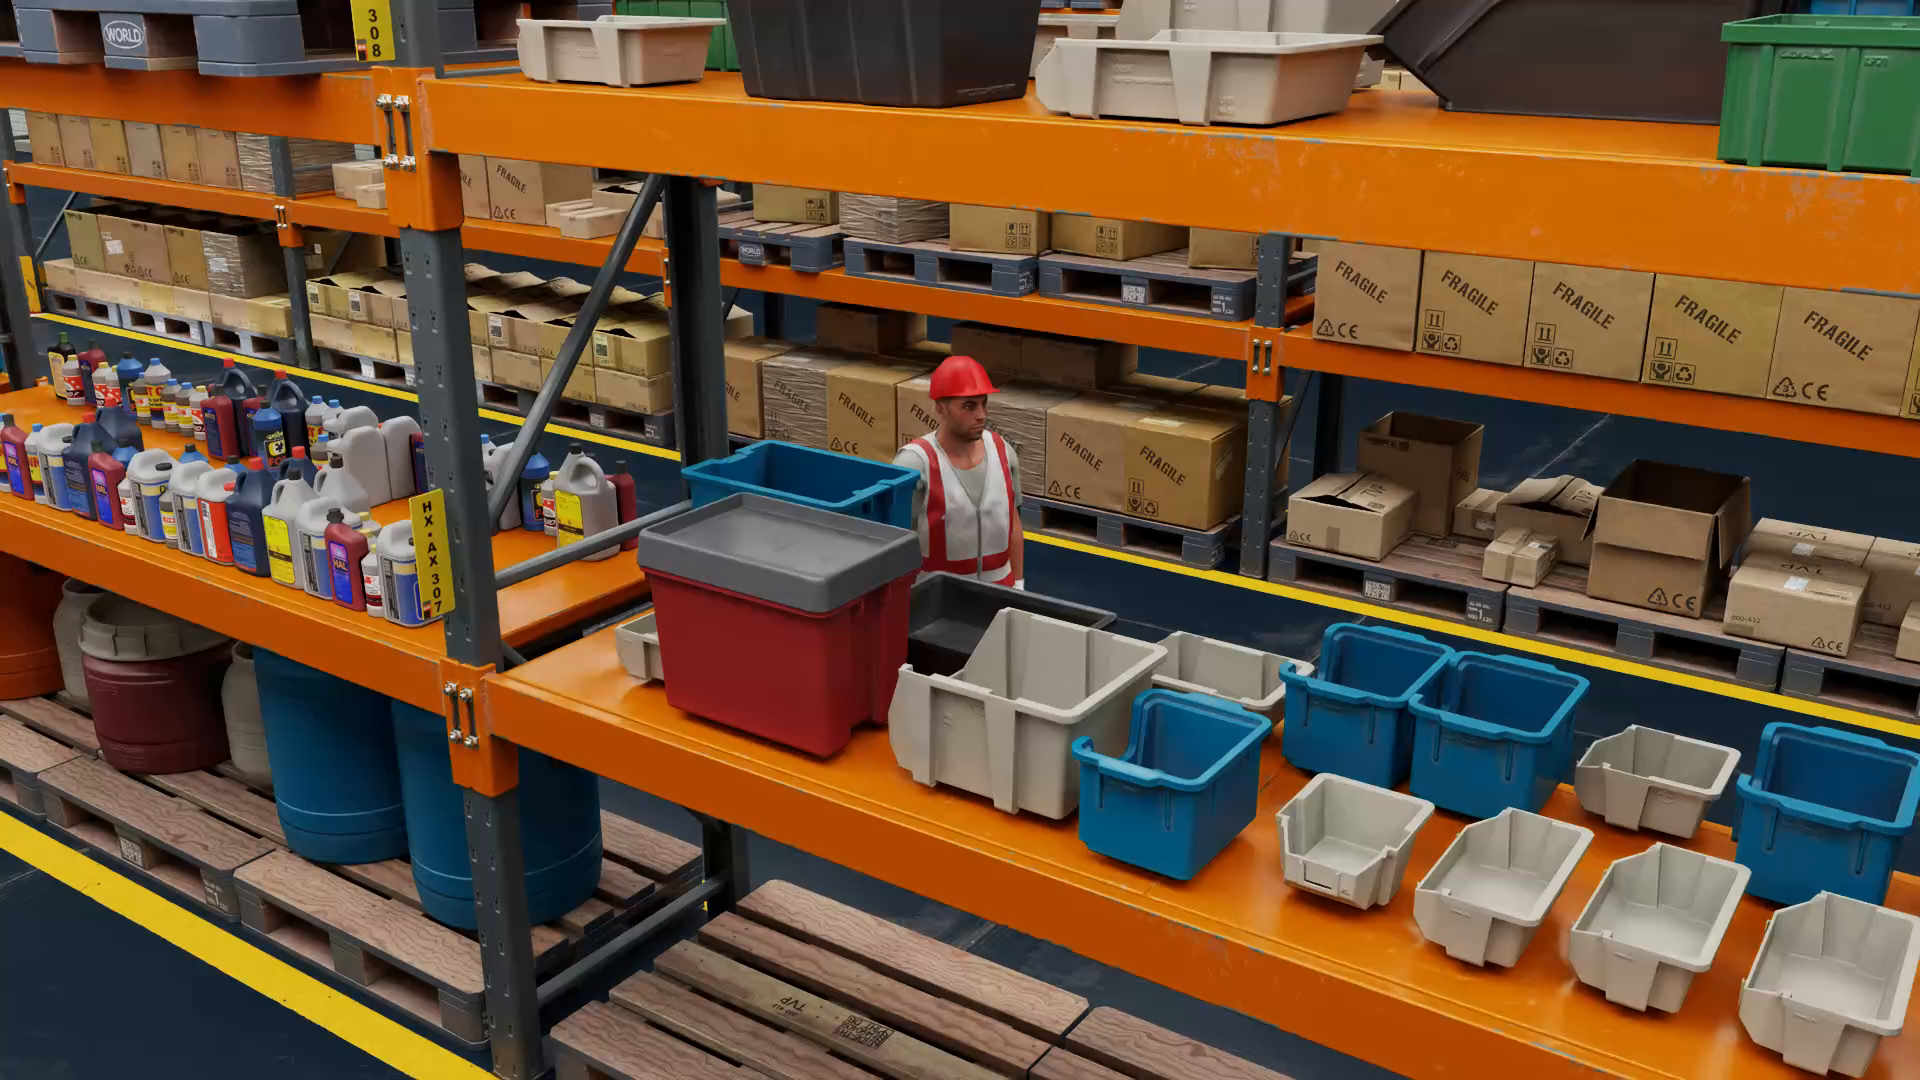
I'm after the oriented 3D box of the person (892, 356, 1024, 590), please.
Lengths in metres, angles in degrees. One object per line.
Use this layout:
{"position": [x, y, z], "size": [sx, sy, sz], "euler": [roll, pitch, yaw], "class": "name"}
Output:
{"position": [0.011, 0.227, 5.904], "size": [0.524, 1.788, 0.347], "euler": [-11, 22, -29], "class": "person"}
